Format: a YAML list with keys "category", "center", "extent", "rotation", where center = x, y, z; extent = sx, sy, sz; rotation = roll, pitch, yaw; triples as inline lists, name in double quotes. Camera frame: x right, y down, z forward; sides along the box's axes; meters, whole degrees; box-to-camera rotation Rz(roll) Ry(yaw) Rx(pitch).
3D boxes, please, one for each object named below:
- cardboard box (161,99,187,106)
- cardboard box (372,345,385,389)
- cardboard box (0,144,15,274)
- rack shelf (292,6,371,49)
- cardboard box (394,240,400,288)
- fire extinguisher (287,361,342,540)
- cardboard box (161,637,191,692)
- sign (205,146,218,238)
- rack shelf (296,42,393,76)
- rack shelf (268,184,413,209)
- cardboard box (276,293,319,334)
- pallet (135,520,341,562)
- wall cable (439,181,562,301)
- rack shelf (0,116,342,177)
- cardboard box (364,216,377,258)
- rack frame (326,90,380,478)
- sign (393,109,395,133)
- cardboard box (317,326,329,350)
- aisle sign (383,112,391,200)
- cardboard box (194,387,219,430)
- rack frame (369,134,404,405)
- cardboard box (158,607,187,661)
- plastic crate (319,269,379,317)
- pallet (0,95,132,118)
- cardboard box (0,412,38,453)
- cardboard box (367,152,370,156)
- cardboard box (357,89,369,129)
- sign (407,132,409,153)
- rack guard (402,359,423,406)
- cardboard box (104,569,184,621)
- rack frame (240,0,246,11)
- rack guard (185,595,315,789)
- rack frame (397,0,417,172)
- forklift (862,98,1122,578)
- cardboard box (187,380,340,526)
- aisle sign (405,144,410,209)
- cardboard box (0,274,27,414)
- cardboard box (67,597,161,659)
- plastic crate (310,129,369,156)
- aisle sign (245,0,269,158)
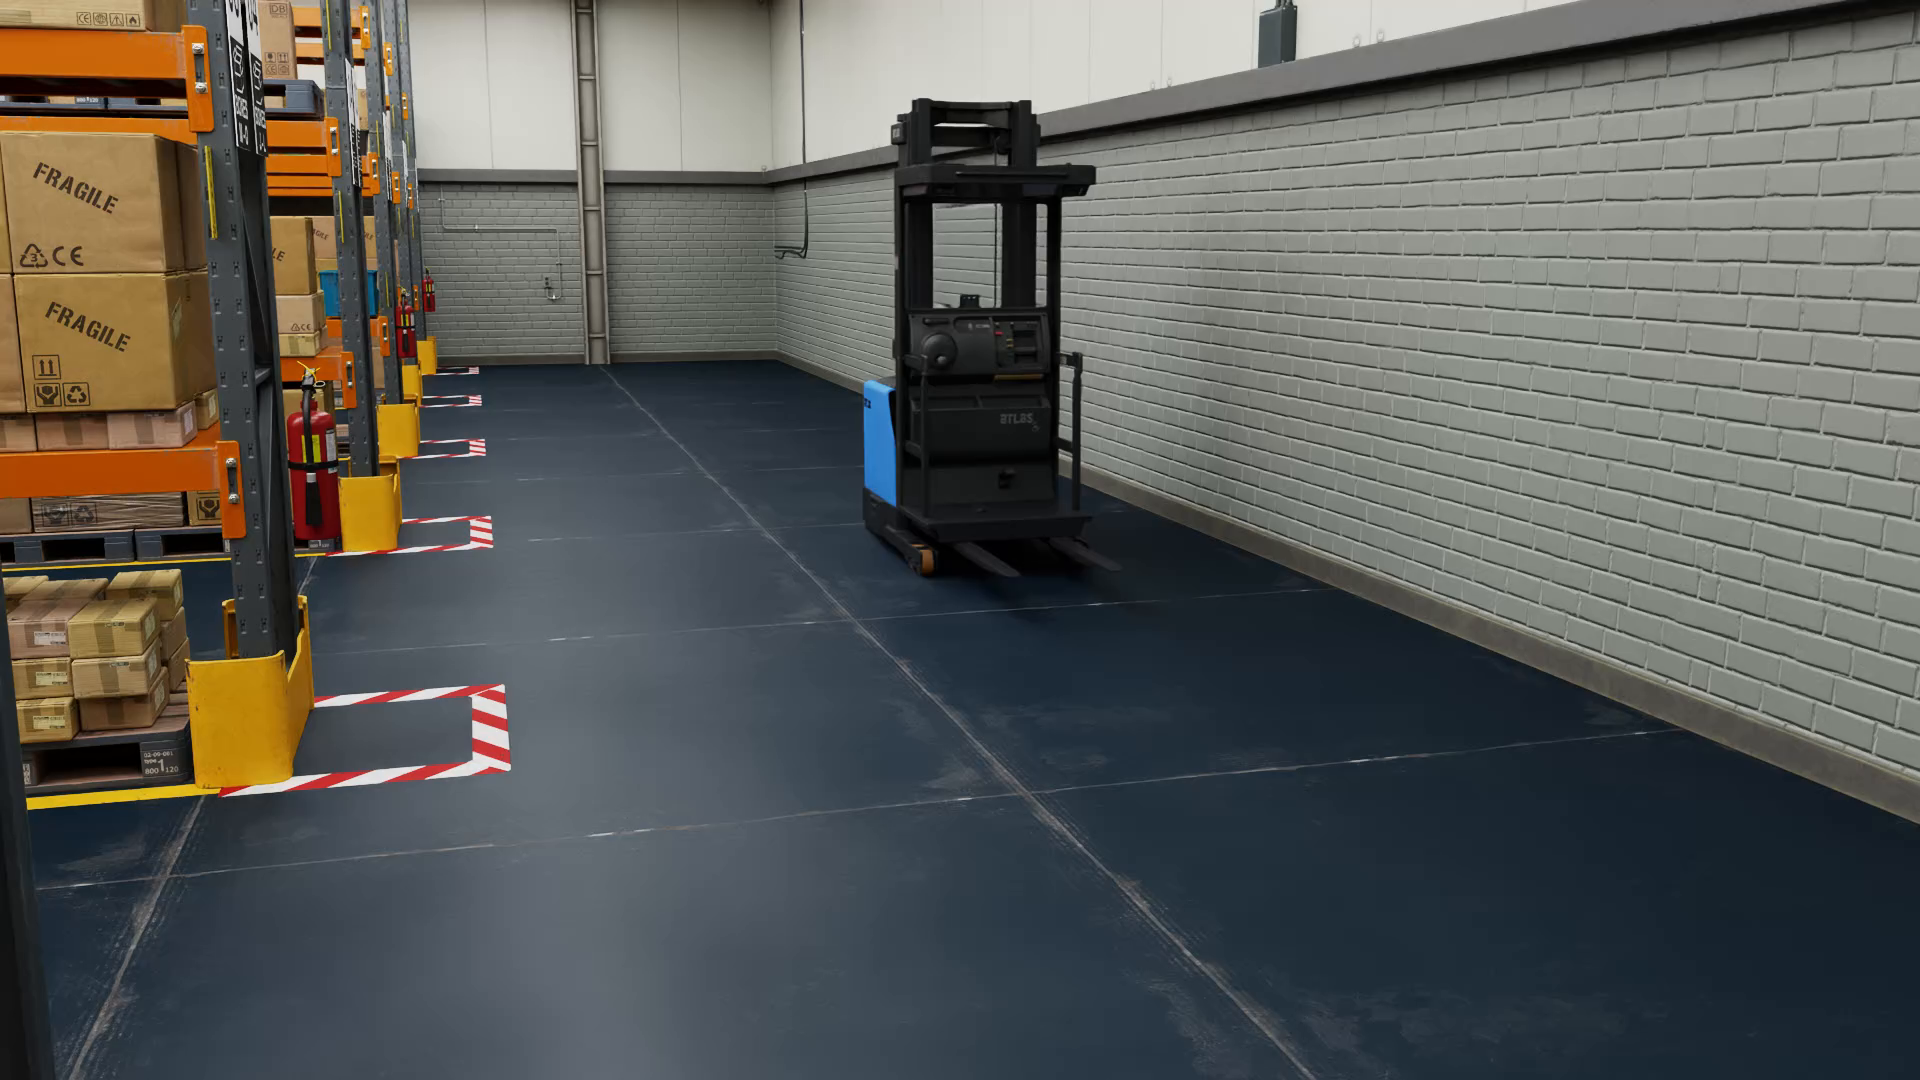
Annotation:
- category: "cardboard box"
  center: [-9.294, -5.094, 19.610]
  extent: [0.500, 0.500, 0.700]
  rotation: [-3, 11, -16]
- category: "cardboard box"
  center: [-7.360, -2.139, 20.569]
  extent: [0.500, 0.500, 0.500]
  rotation: [-3, 11, -16]
- category: "cardboard box"
  center: [-3.709, -1.228, 6.071]
  extent: [0.500, 0.500, 0.500]
  rotation: [-3, 11, -18]
- category: "rack shelf"
  center: [-7.447, -4.660, 15.094]
  extent: [4.000, 0.370, 1.077]
  rotation: [-3, 11, -16]
- category: "cardboard box"
  center: [-8.782, -4.203, 25.264]
  extent: [0.700, 0.700, 0.980]
  rotation: [-3, 11, -13]
- category: "fire extinguisher"
  center: [-2.482, -0.344, 6.372]
  extent: [0.183, 0.674, 0.296]
  rotation: [-3, 11, -16]
- category: "cardboard box"
  center: [-3.445, 0.534, 7.076]
  extent: [0.250, 0.149, 0.380]
  rotation: [-3, 11, -15]
- category: "sign"
  center: [-2.717, -1.260, 6.035]
  extent: [0.005, 0.325, 0.100]
  rotation: [-3, 11, -16]
- category: "rack shelf"
  center: [-8.828, -5.716, 19.737]
  extent: [4.000, 0.370, 1.077]
  rotation: [-3, 11, -16]
- category: "rack shelf"
  center: [-10.216, -5.103, 24.685]
  extent: [4.000, 0.370, 1.077]
  rotation: [-3, 11, -16]
- category: "cardboard box"
  center: [-4.533, -1.502, 11.012]
  extent: [0.500, 0.250, 0.500]
  rotation: [-3, 11, -17]
- category: "pallet"
  center: [-4.888, -0.074, 11.368]
  extent: [1.213, 0.211, 1.003]
  rotation: [-3, 11, -16]
- category: "wall cable"
  center: [-7.330, -4.812, 26.594]
  extent: [1.851, 1.984, 0.084]
  rotation: [-3, 11, -16]
- category: "rack shelf"
  center: [-6.062, -2.520, 10.653]
  extent: [4.000, 0.370, 1.077]
  rotation: [-3, 11, -16]
- category: "cardboard box"
  center: [-7.258, -3.693, 20.283]
  extent: [0.500, 0.500, 0.500]
  rotation: [-3, 11, -16]
- category: "rack frame"
  center: [-4.142, -1.500, 11.409]
  extent: [0.127, 3.000, 1.000]
  rotation: [-3, 11, -16]
- category: "sign"
  center: [-6.771, -5.035, 19.883]
  extent: [0.005, 0.325, 0.100]
  rotation: [-3, 11, -16]
- category: "cardboard box"
  center: [-4.575, -1.416, 11.646]
  extent: [0.250, 0.149, 0.380]
  rotation: [-3, 11, -15]
- category: "aisle sign"
  center: [-5.375, -3.592, 15.594]
  extent: [0.004, 0.787, 0.394]
  rotation: [-3, 11, -16]
- category: "cardboard box"
  center: [-3.255, -0.550, 6.941]
  extent: [0.250, 0.149, 0.380]
  rotation: [-3, 11, -16]
- category: "rack frame"
  center: [-5.526, -2.361, 16.086]
  extent: [0.127, 3.000, 1.000]
  rotation: [-3, 11, -16]
- category: "cardboard box"
  center: [-3.428, 0.399, 6.989]
  extent: [0.250, 0.149, 0.380]
  rotation: [-3, 11, -14]
- category: "plastic crate"
  center: [-5.796, -2.358, 15.809]
  extent: [0.499, 0.435, 0.616]
  rotation: [-3, 11, -16]
- category: "pallet"
  center: [-6.025, -2.830, 10.593]
  extent: [1.213, 0.211, 1.003]
  rotation: [-3, 11, -16]
- category: "cardboard box"
  center: [-3.573, -0.422, 6.248]
  extent: [0.250, 0.149, 0.380]
  rotation: [-3, 11, -17]
- category: "cardboard box"
  center: [-7.327, -4.552, 20.116]
  extent: [0.500, 0.250, 0.500]
  rotation: [-3, 11, -16]
- category: "cardboard box"
  center: [-7.396, -5.209, 20.236]
  extent: [0.500, 0.500, 0.700]
  rotation: [-3, 11, -16]
- category: "sign"
  center: [-8.157, -5.860, 24.580]
  extent: [0.005, 0.325, 0.100]
  rotation: [-3, 11, -16]
- category: "rack guard"
  center: [-6.980, -1.989, 20.970]
  extent: [0.348, 0.500, 1.175]
  rotation: [-3, 11, -16]
- category: "cardboard box"
  center: [-3.451, 0.238, 7.041]
  extent: [0.250, 0.149, 0.380]
  rotation: [-4, 11, -19]
- category: "rack frame"
  center: [-2.853, -3.583, 6.154]
  extent: [0.127, 3.000, 1.000]
  rotation: [-3, 11, -16]
- category: "rack guard"
  center: [-2.926, 0.601, 6.903]
  extent: [0.348, 0.500, 1.175]
  rotation: [-3, 11, -16]
- category: "rack frame"
  center: [-8.295, -7.034, 24.898]
  extent: [0.127, 3.000, 1.000]
  rotation: [-3, 11, -16]
- category: "forklift"
  center: [0.188, -1.299, 10.509]
  extent: [1.130, 2.935, 3.031]
  rotation: [-3, 11, -15]
- category: "cardboard box"
  center: [-4.734, -0.615, 11.312]
  extent: [0.875, 0.875, 0.875]
  rotation: [-3, 11, -16]
- category: "aisle sign"
  center: [-6.924, -4.555, 20.825]
  extent: [0.004, 0.787, 0.394]
  rotation: [-3, 11, -16]
- category: "cardboard box"
  center: [-3.708, -0.735, 6.158]
  extent: [0.500, 0.500, 0.500]
  rotation: [-3, 11, -17]
- category: "cardboard box"
  center: [-3.290, 0.341, 6.479]
  extent: [0.250, 0.149, 0.380]
  rotation: [-3, 11, -15]
- category: "plastic crate"
  center: [-5.974, -3.801, 15.983]
  extent: [0.590, 0.269, 0.497]
  rotation: [-3, 11, -16]
- category: "aisle sign"
  center: [-2.866, -1.967, 6.766]
  extent: [0.004, 0.787, 0.394]
  rotation: [-3, 11, -16]
